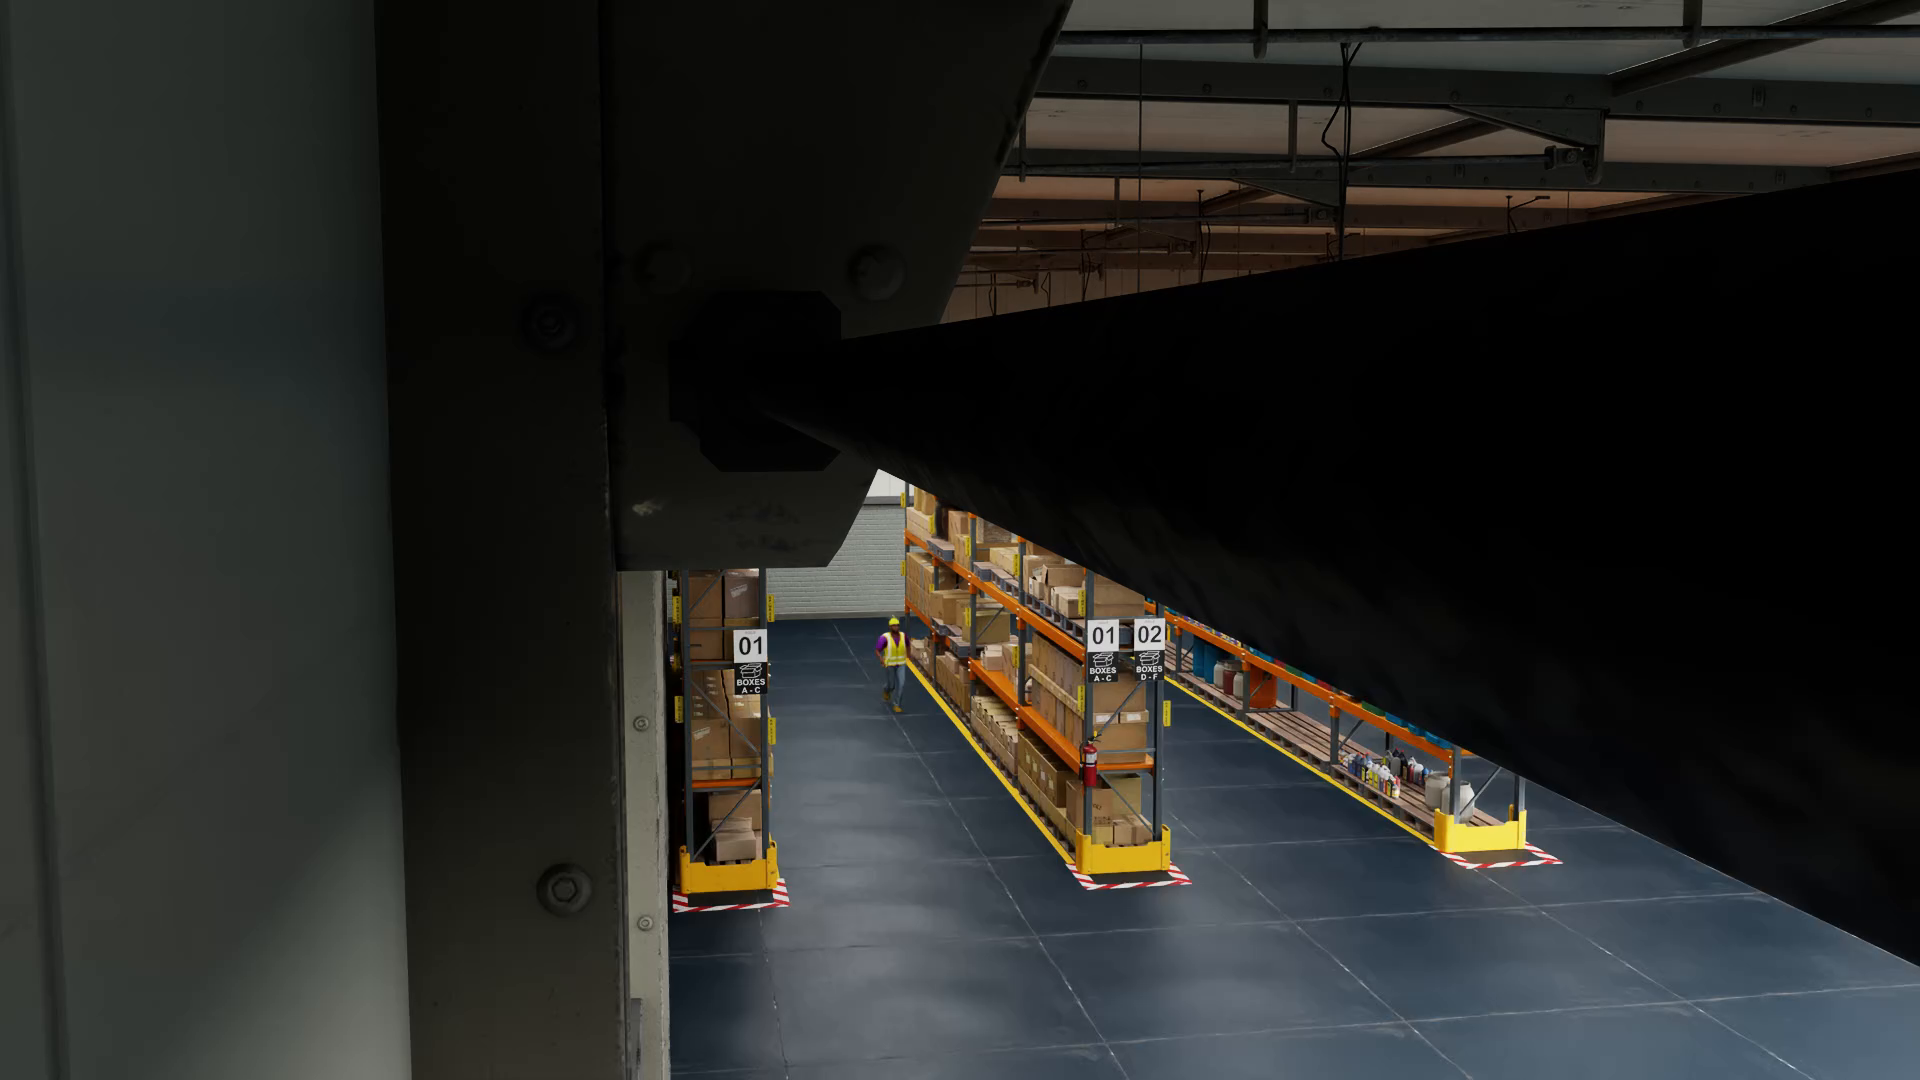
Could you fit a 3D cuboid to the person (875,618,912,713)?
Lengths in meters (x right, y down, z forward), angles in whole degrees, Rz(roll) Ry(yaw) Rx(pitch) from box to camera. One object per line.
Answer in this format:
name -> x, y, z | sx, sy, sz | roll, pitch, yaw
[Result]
person -> -1.226, 2.295, 30.761 | 0.696, 1.729, 0.789 | -2, 6, -17
